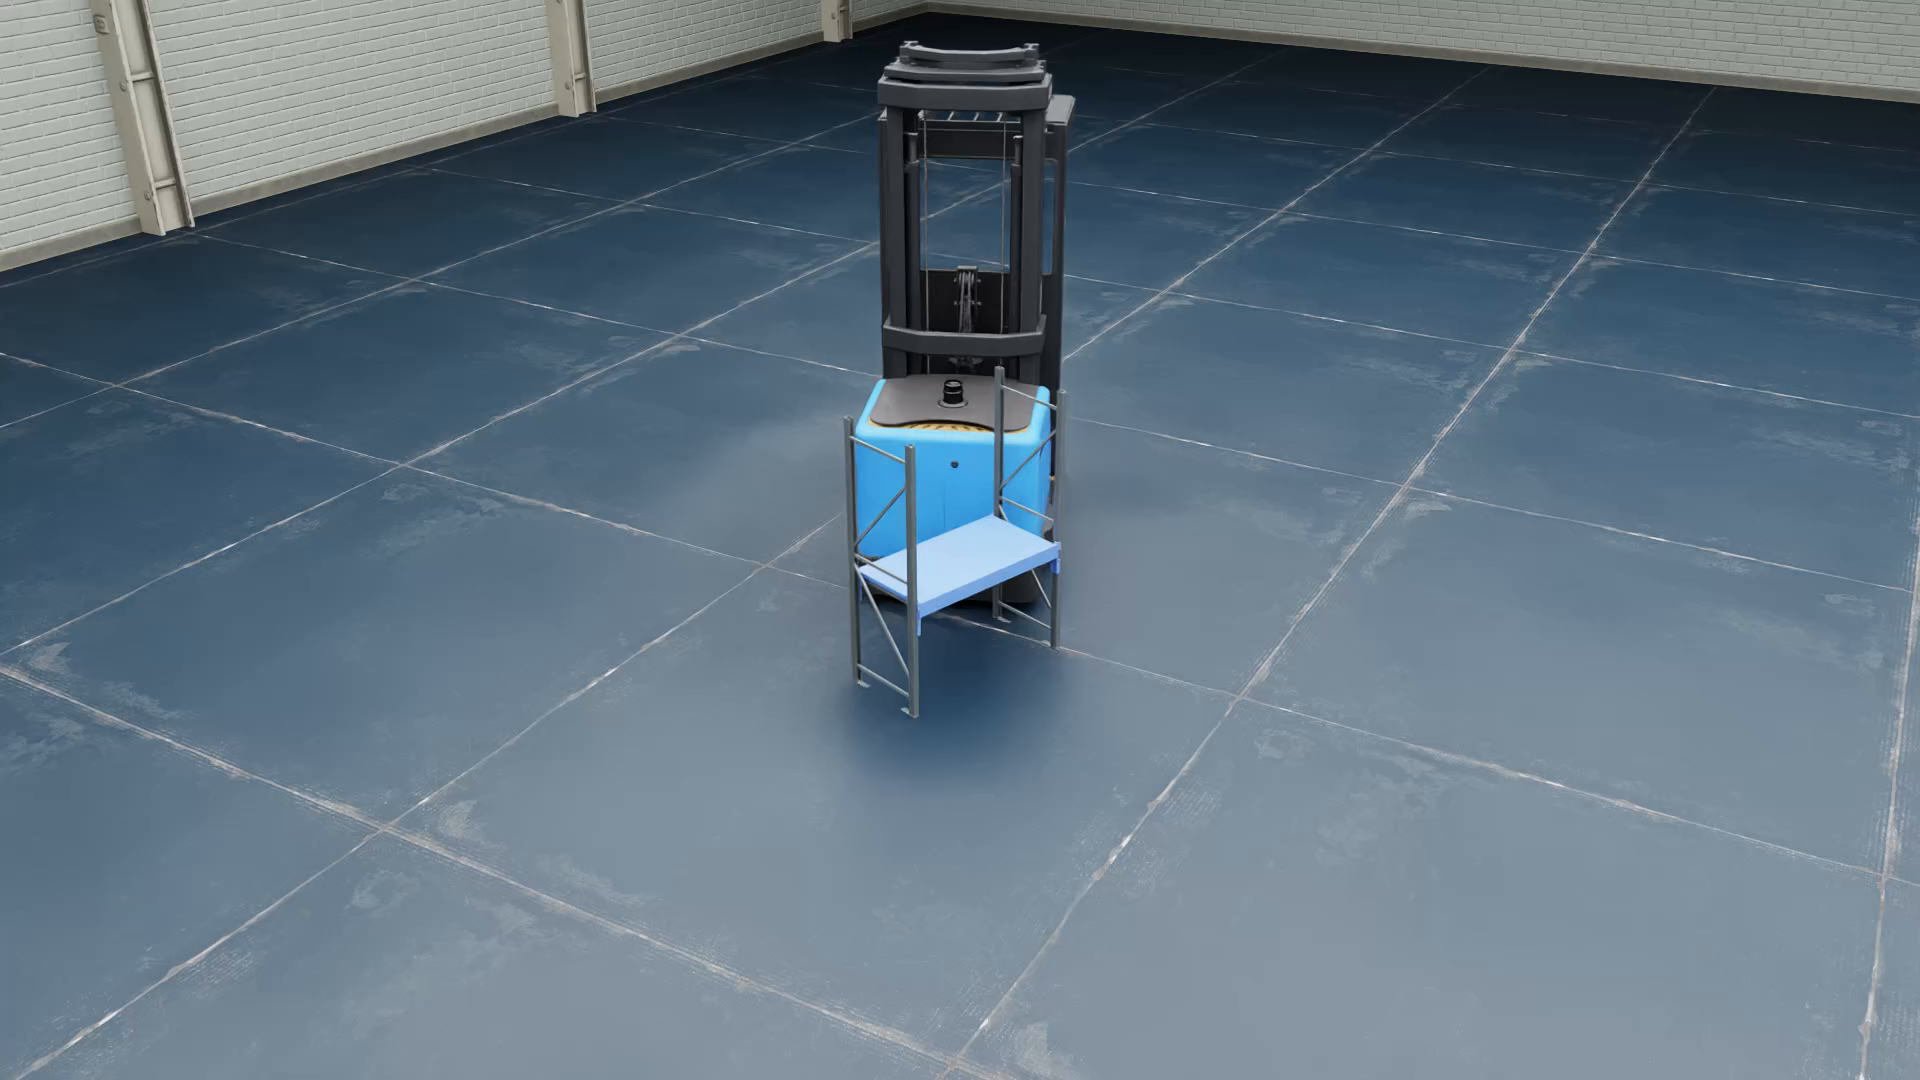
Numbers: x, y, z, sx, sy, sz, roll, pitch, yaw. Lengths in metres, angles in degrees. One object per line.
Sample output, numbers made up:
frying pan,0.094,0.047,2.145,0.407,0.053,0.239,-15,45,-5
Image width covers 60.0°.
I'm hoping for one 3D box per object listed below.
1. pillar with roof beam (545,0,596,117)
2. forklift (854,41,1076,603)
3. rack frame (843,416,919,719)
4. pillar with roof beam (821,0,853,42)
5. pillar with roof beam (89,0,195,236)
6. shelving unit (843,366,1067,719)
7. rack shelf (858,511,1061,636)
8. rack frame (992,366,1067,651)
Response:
pillar with roof beam,-1.098,-8.481,17.139,9.100,9.000,0.400,14,30,26
forklift,0.104,-1.586,10.144,1.130,2.935,3.031,3,27,6
rack frame,-0.388,0.152,8.271,0.032,1.500,0.500,-22,34,-37
pillar with roof beam,1.853,-10.819,21.811,9.100,9.000,0.400,14,30,26
pillar with roof beam,-4.050,-6.143,12.468,9.100,9.000,0.400,14,30,26
shelving unit,-0.013,-0.002,8.578,1.048,1.500,0.538,-22,34,-37
rack shelf,-0.013,0.159,8.659,1.000,0.185,0.538,-22,34,-37
rack frame,0.362,-0.156,8.885,0.032,1.500,0.500,-22,34,-37
